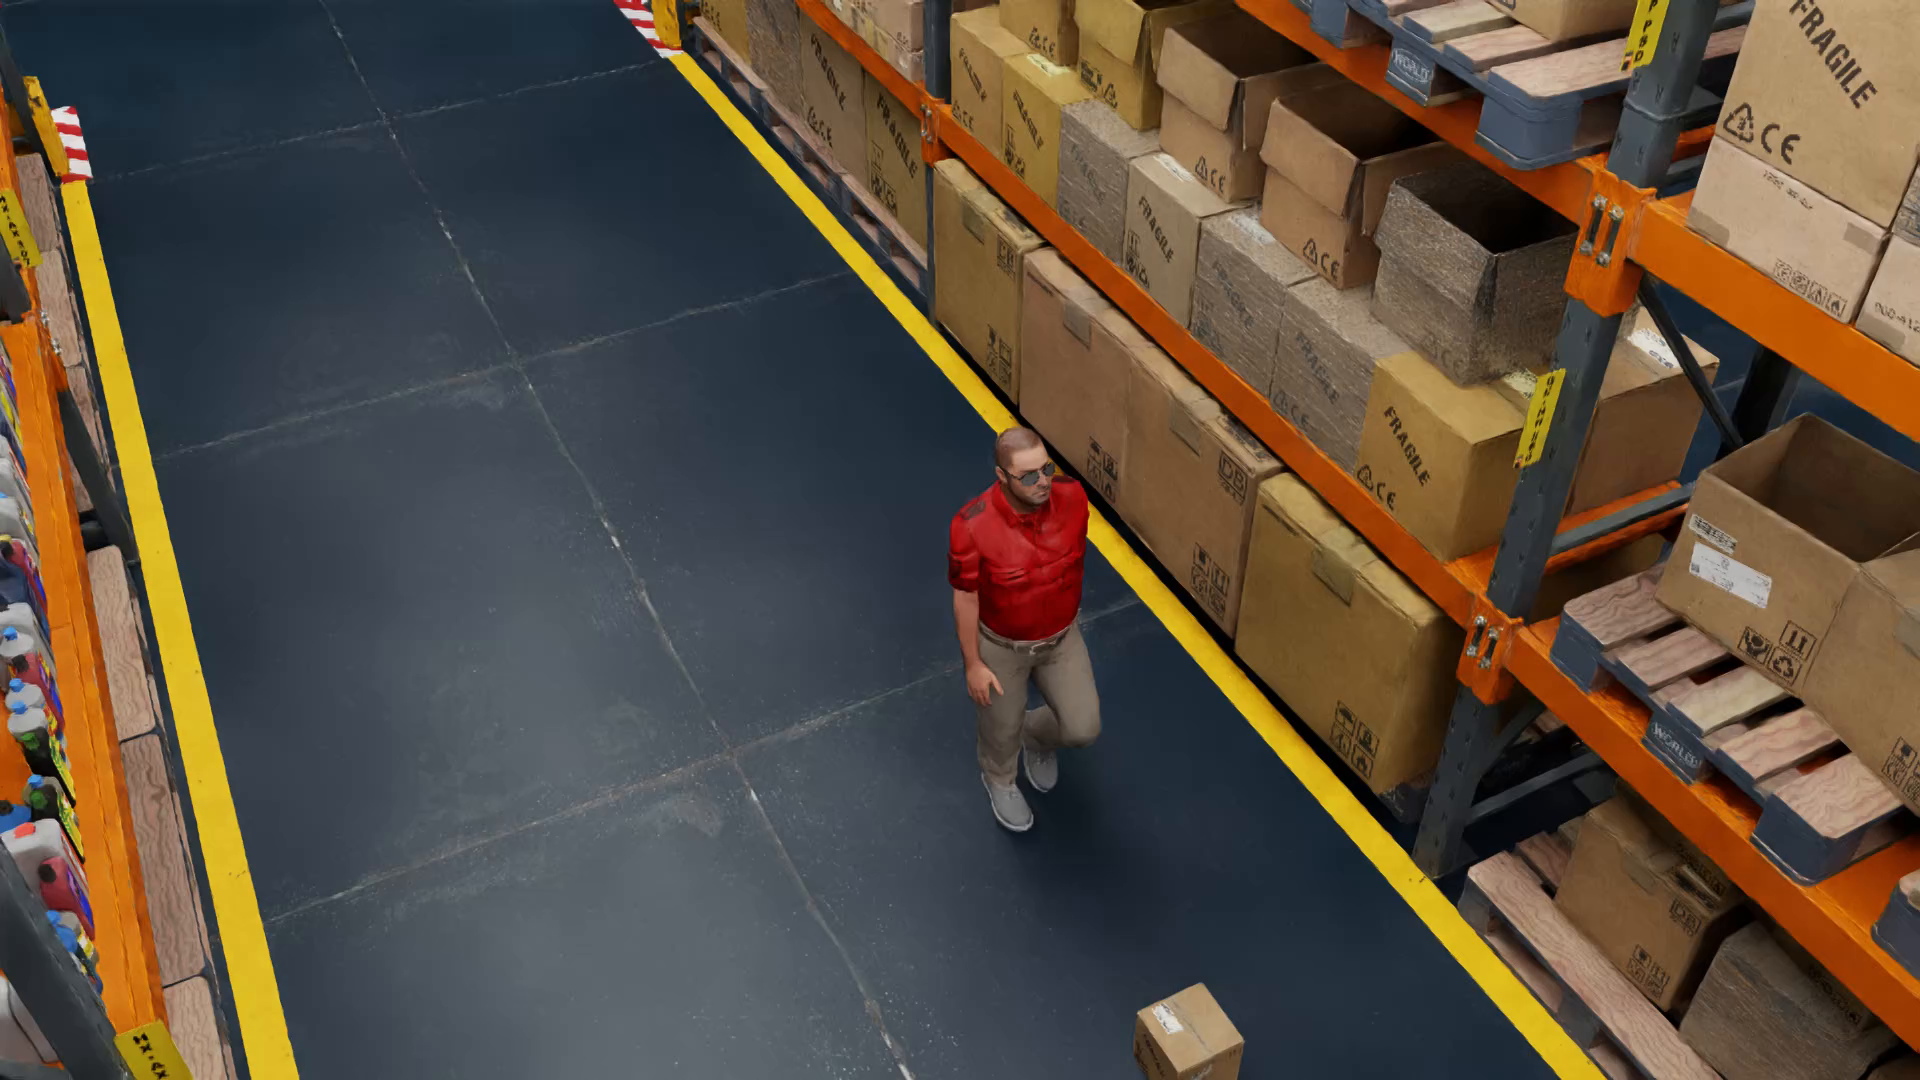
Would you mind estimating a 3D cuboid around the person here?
[{"bbox_3d":[0.234,0.365,5.743,0.531,1.743,0.444,-16,43,-17],"label":"person"}]
